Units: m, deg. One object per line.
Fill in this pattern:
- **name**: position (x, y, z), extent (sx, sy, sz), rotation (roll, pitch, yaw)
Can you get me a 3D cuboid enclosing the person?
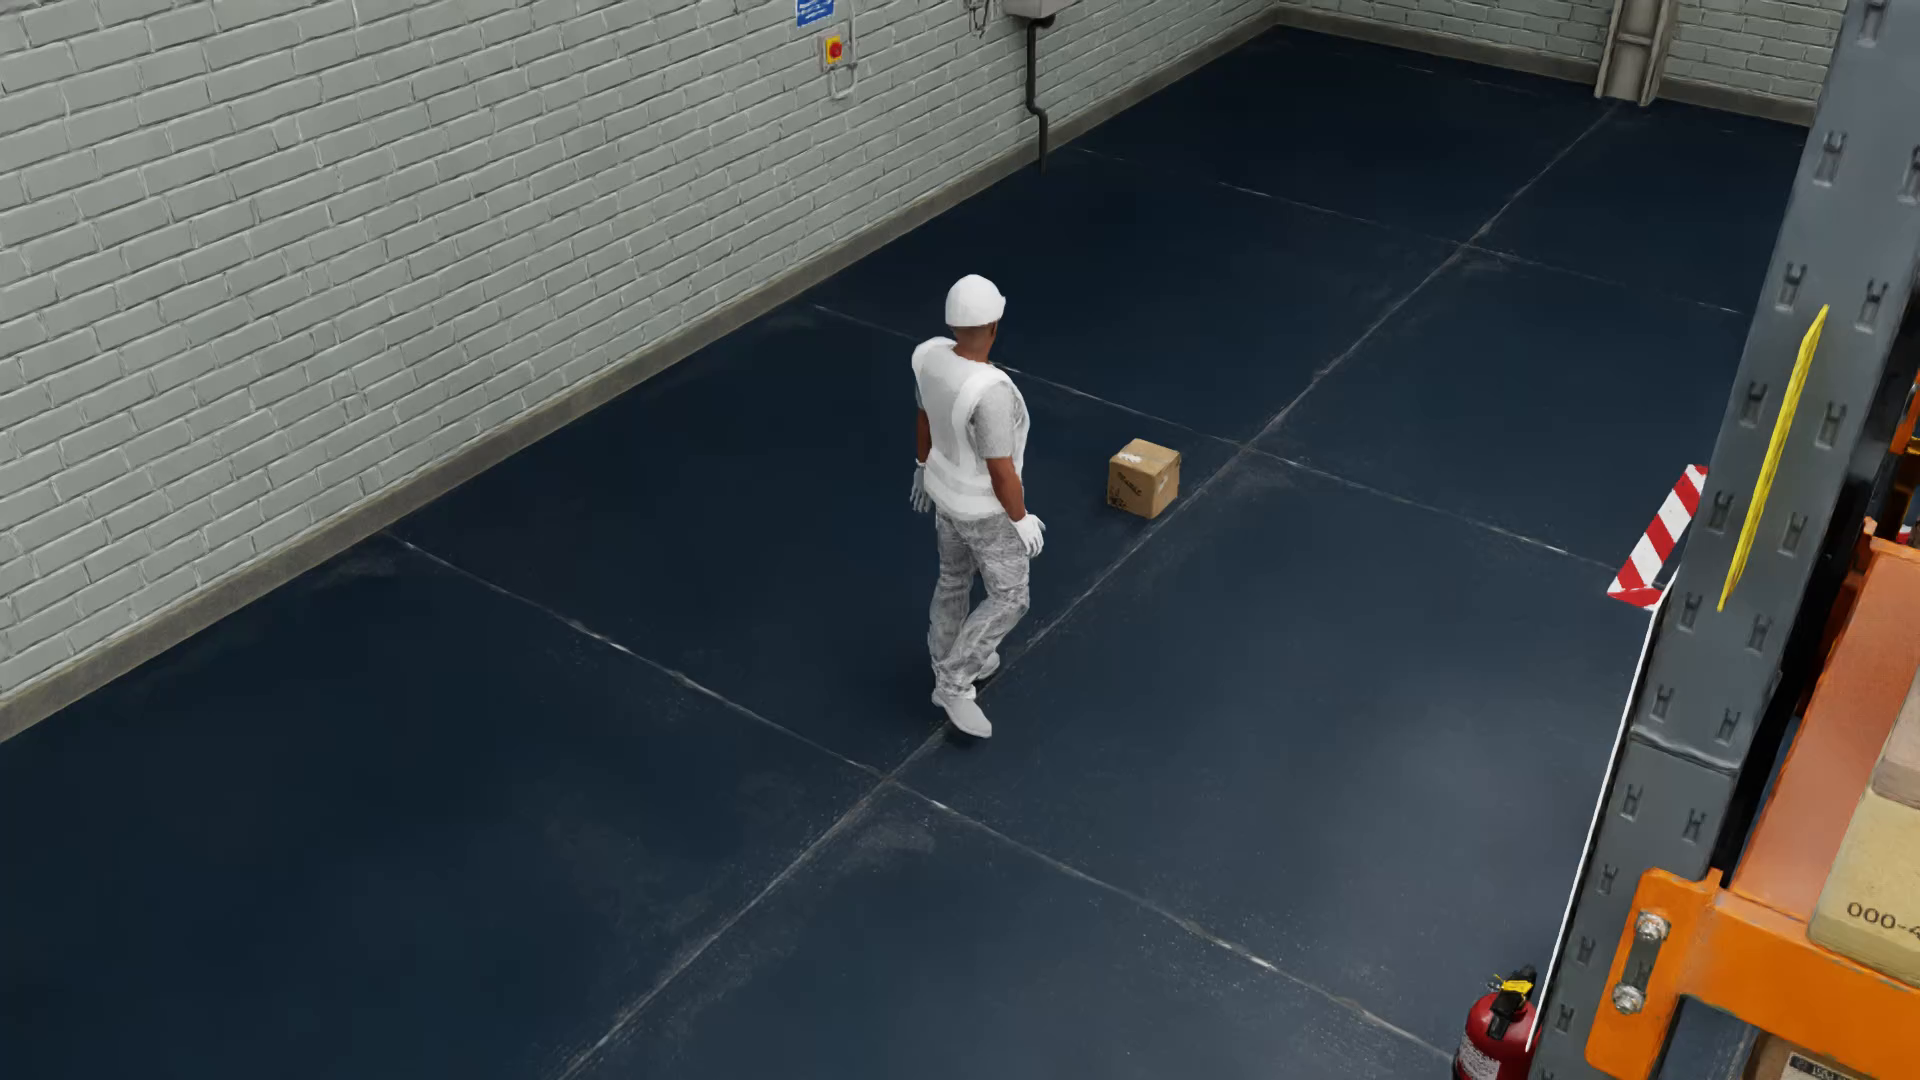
- **person**: position (0.067, -0.456, 6.139), extent (0.337, 1.067, 0.612), rotation (-16, 37, -22)
